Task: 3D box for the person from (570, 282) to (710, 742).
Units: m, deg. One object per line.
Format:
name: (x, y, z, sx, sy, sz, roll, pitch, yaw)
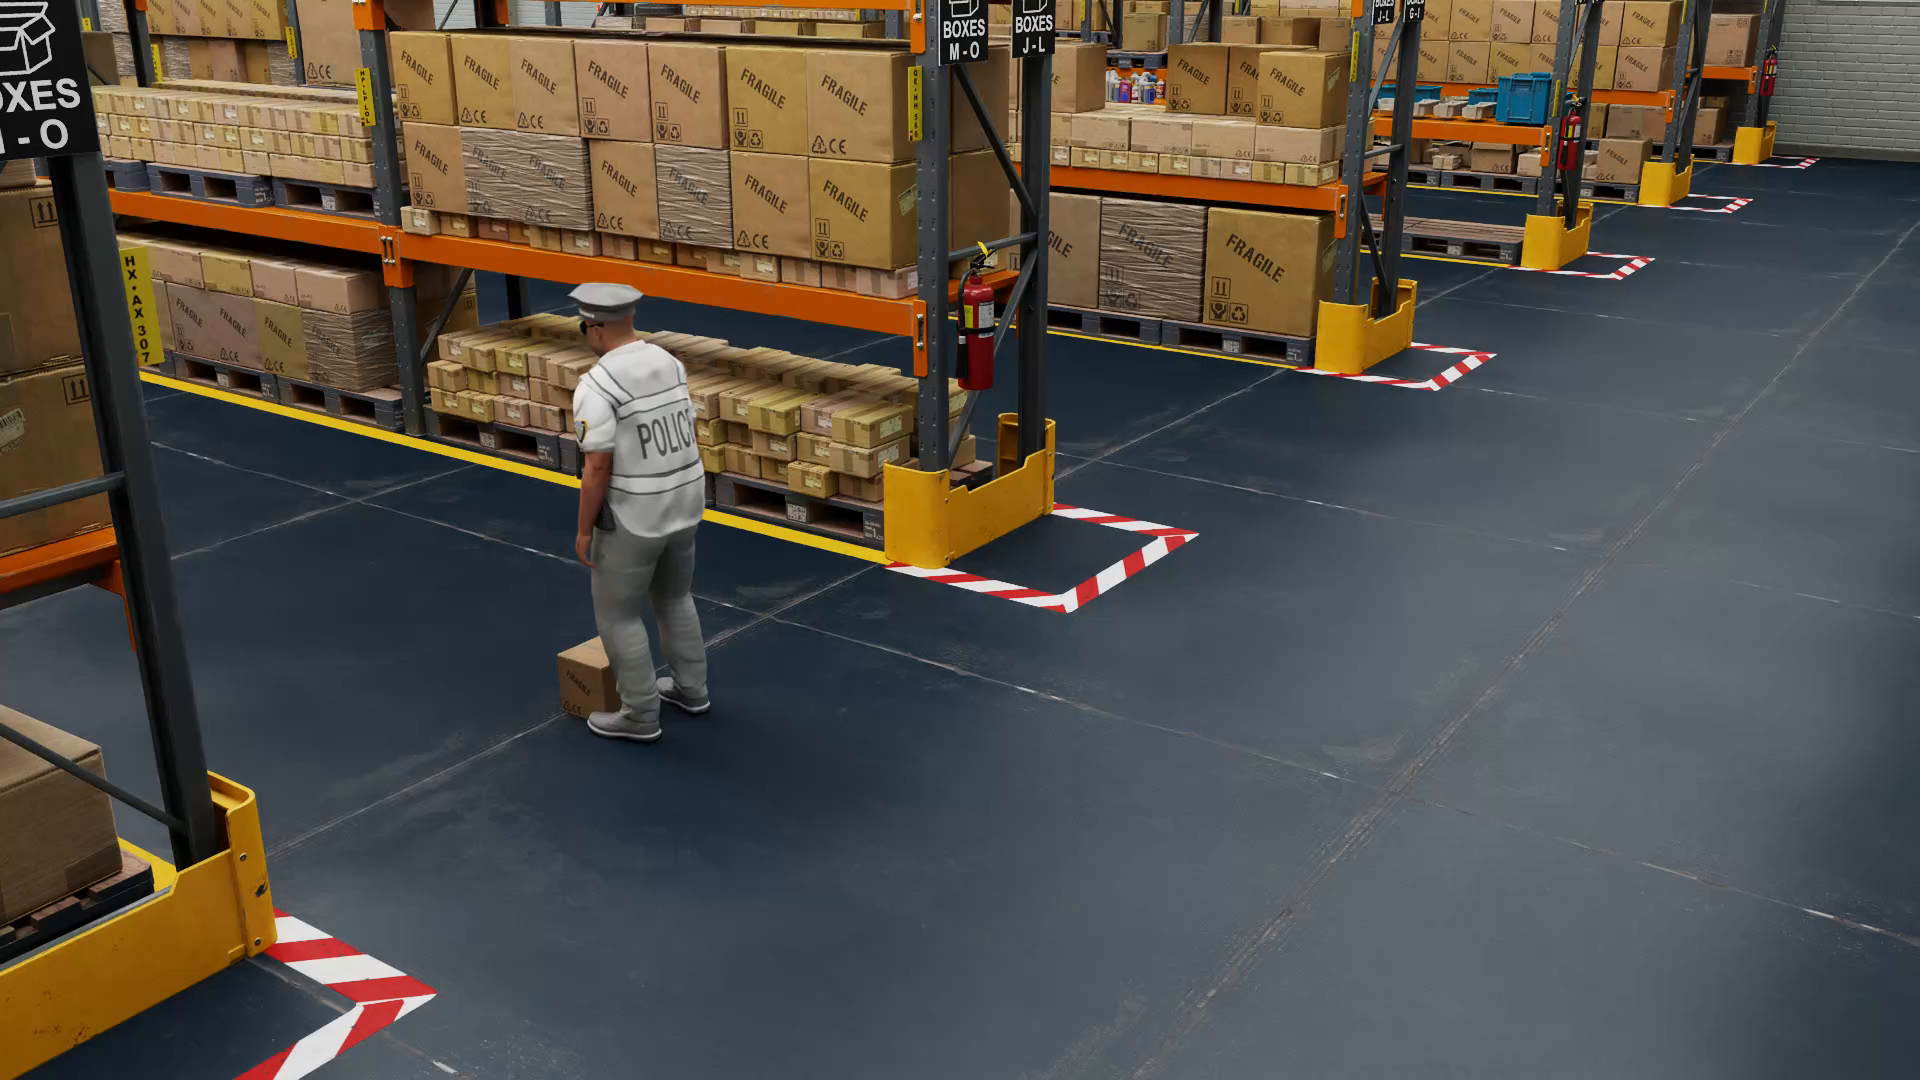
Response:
person: (-1.208, -0.095, 6.323, 0.432, 1.748, 0.585, 13, 23, 32)
